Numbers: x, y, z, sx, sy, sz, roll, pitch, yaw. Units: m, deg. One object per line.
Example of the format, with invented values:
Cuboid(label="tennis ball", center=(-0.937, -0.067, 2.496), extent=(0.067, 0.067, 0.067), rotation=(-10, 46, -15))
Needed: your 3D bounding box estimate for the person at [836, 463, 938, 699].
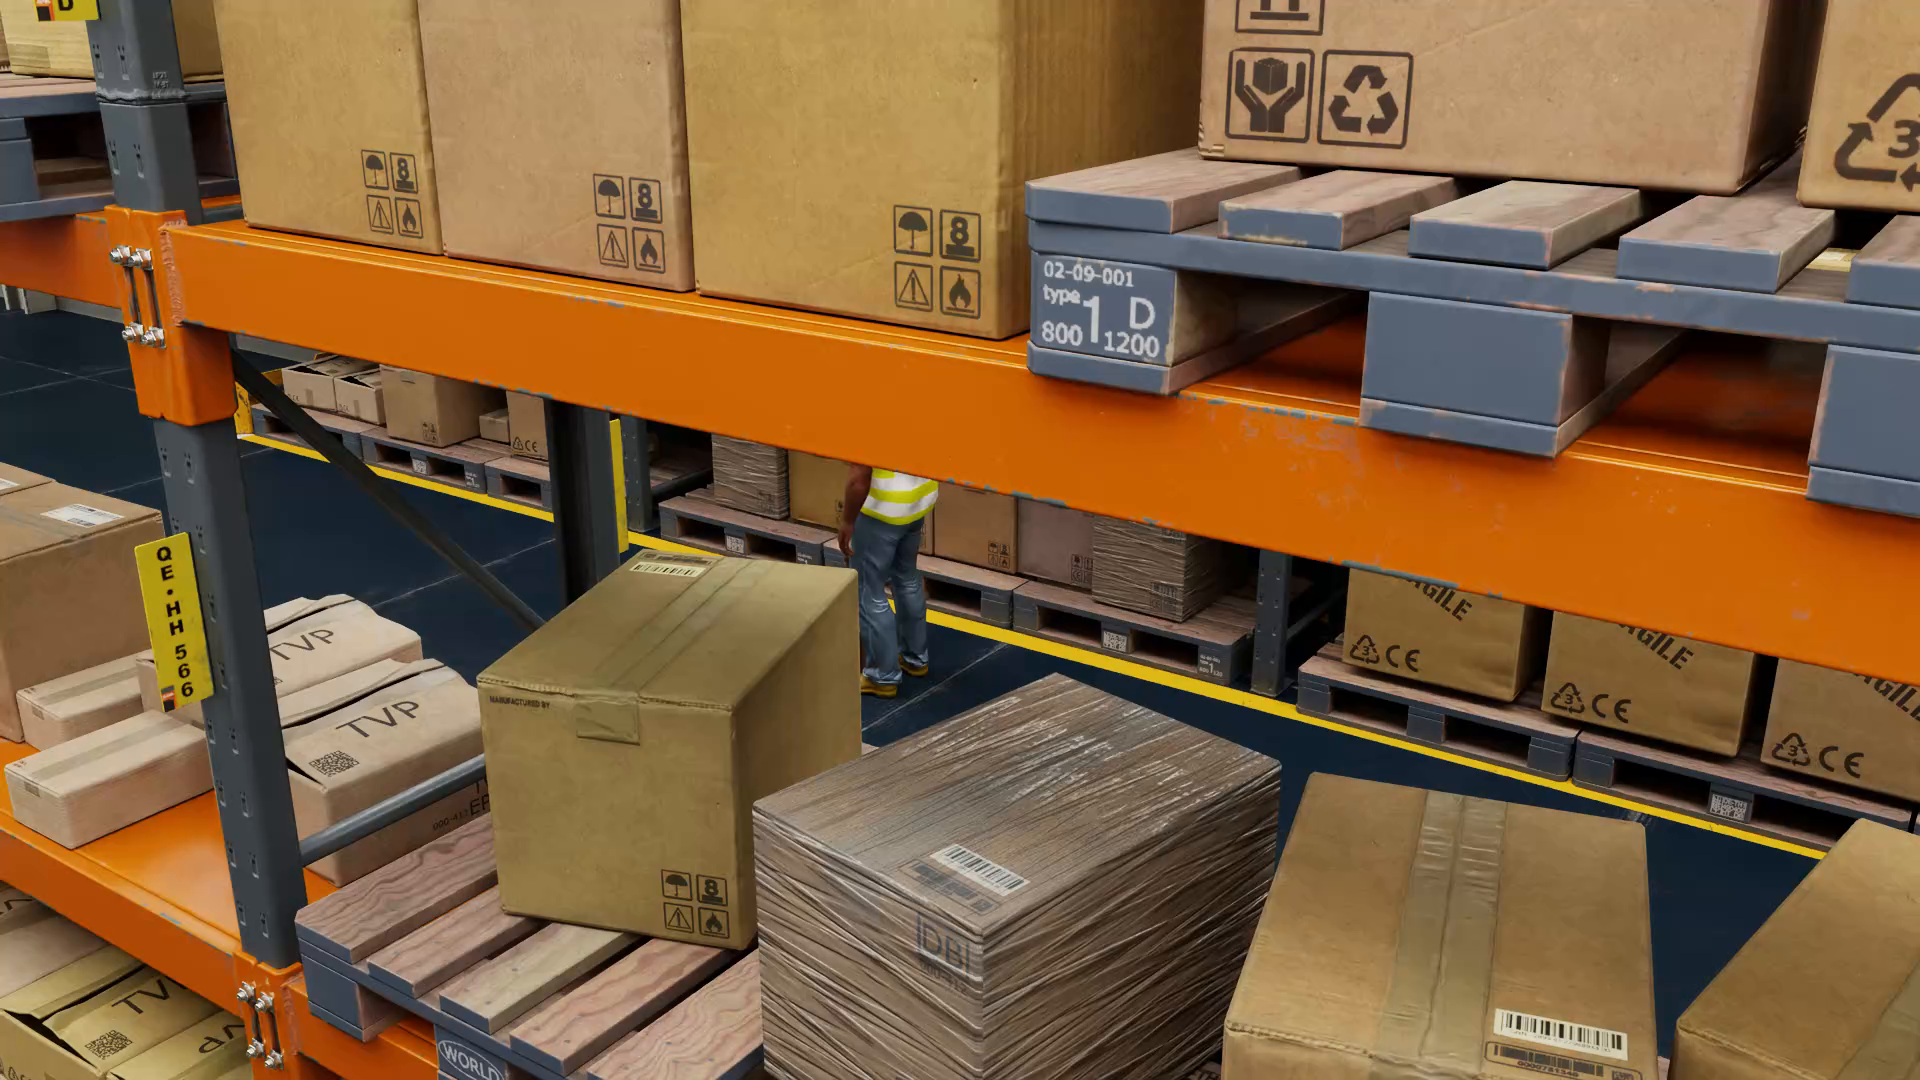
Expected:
Cuboid(label="person", center=(-0.354, -0.159, 7.492), extent=(0.467, 1.759, 0.631), rotation=(11, 23, 29))
